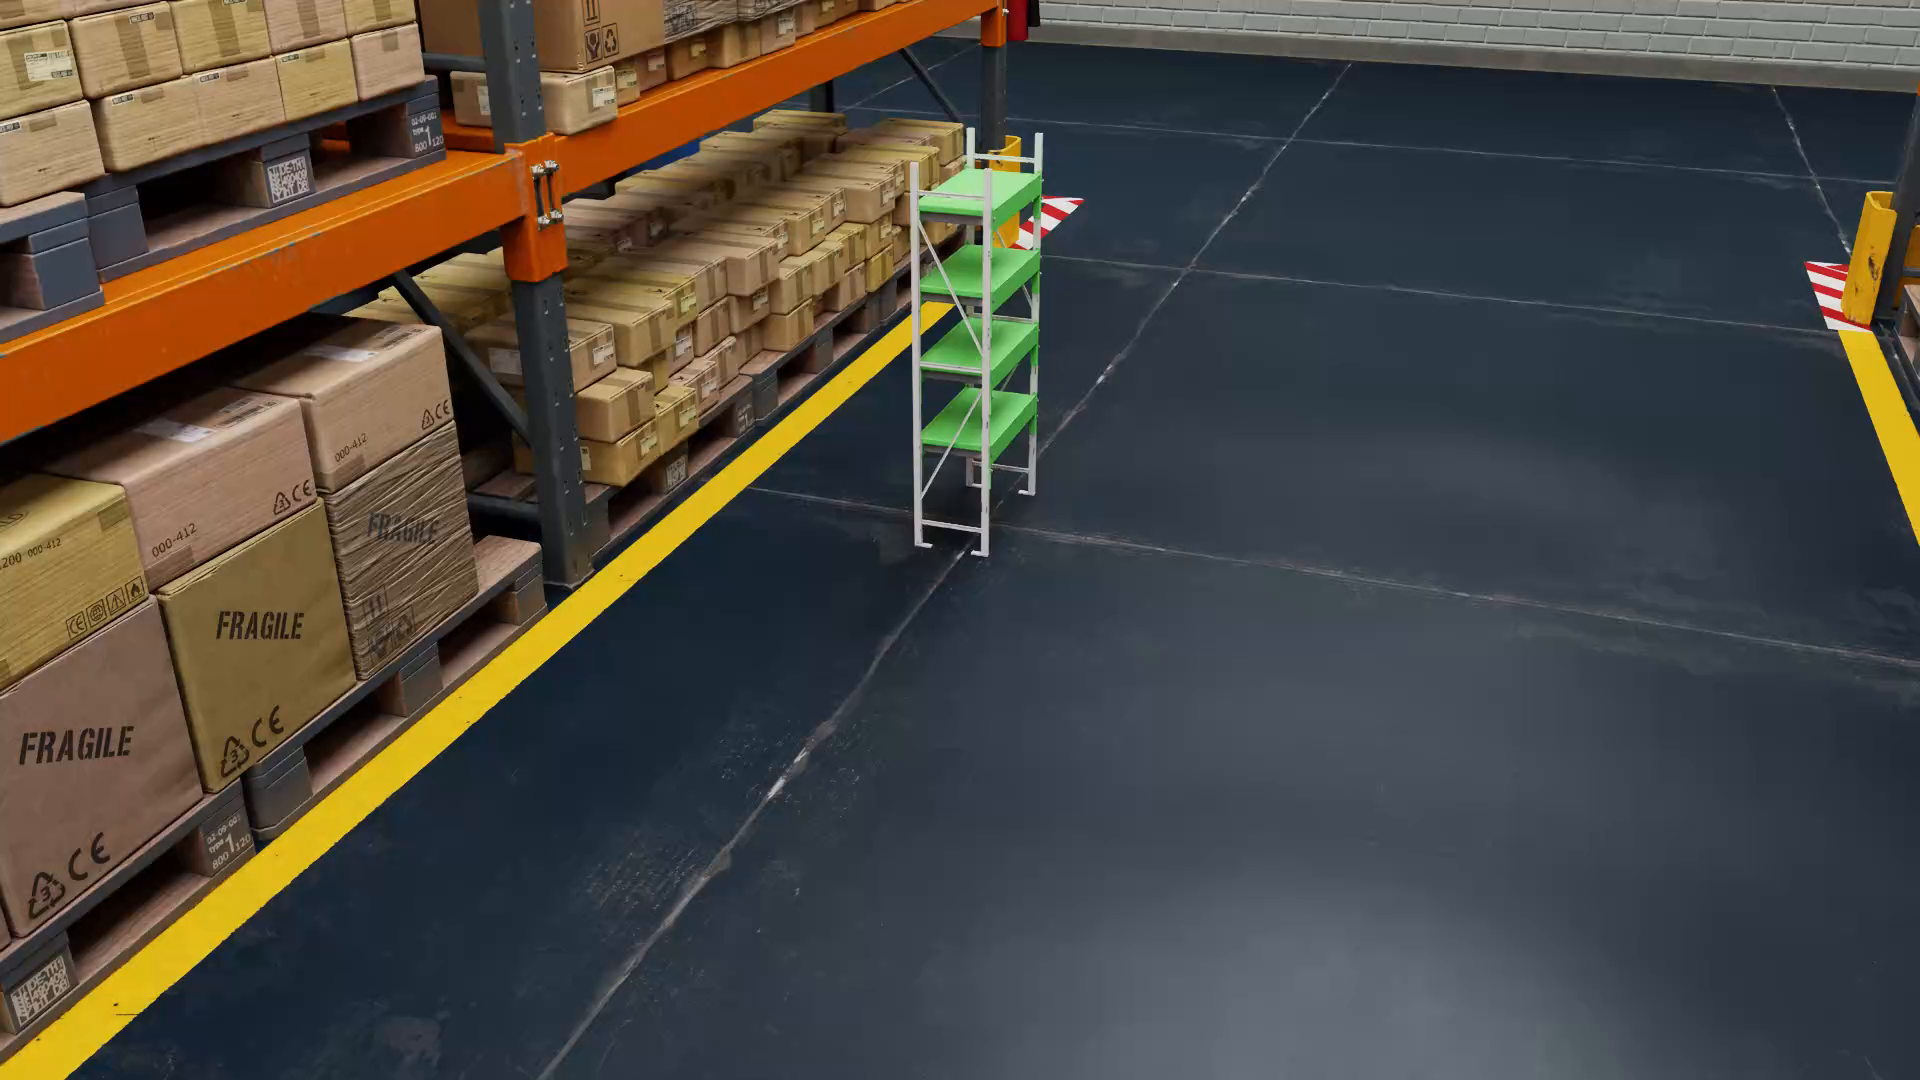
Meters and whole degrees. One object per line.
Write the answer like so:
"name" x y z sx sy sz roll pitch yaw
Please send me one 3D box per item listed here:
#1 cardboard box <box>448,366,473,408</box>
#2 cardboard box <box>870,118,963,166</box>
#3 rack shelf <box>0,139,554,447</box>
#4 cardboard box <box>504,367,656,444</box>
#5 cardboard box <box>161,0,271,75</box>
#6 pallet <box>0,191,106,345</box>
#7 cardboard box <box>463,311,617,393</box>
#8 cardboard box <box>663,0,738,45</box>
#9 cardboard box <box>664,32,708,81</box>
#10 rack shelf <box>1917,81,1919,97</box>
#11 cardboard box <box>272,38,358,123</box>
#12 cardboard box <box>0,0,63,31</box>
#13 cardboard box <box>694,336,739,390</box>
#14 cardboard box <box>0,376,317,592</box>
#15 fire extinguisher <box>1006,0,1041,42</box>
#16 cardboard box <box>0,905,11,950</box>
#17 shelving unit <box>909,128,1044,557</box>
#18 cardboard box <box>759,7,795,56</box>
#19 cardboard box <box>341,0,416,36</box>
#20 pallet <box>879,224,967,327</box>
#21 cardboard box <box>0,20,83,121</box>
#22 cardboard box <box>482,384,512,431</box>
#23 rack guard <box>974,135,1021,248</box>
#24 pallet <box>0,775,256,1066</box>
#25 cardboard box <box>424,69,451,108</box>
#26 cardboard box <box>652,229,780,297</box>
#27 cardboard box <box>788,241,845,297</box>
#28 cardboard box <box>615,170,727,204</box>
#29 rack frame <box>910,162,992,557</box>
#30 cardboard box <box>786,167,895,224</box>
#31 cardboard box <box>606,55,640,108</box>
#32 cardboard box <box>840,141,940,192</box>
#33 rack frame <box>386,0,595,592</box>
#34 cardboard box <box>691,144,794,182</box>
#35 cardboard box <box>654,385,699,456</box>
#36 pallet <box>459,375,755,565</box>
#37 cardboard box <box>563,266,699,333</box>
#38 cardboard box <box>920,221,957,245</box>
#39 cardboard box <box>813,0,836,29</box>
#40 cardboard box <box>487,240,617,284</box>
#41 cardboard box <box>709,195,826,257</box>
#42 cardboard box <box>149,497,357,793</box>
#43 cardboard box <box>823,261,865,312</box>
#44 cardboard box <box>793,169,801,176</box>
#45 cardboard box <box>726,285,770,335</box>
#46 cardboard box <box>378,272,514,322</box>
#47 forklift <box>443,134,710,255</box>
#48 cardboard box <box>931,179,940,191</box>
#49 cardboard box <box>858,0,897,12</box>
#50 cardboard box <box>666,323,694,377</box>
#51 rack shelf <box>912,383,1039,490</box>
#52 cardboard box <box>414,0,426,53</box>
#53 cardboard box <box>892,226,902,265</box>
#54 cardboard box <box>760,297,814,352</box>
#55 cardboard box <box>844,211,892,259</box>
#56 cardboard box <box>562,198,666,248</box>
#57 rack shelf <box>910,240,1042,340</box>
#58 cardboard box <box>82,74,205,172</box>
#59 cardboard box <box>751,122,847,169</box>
"cardboard box" -1.792 -0.509 5.307 0.380 0.149 0.250 9 27 18
"cardboard box" -0.204 -1.857 7.749 0.380 0.149 0.250 9 27 18
"rack shelf" -2.263 -0.148 2.938 1.077 0.370 4.000 9 27 17
"cardboard box" -1.175 -0.436 5.156 0.380 0.149 0.250 10 28 20
"cardboard box" -1.716 -1.101 3.547 0.380 0.149 0.250 10 28 20
"pallet" -2.308 -0.383 2.818 1.003 0.211 1.213 9 27 17
"cardboard box" -1.288 -0.579 5.110 0.380 0.149 0.250 10 28 20
"cardboard box" -1.037 -1.844 5.160 0.500 0.500 0.500 9 27 17
"cardboard box" -1.044 -1.594 5.389 0.380 0.149 0.250 8 27 15
"rack shelf" 3.770 -1.115 4.937 1.077 0.370 4.000 9 27 17
"cardboard box" -1.629 -1.071 3.825 0.380 0.149 0.250 9 27 18
"cardboard box" -1.896 -1.019 3.036 0.380 0.149 0.250 8 27 16
"cardboard box" -1.014 -0.633 5.905 0.380 0.149 0.250 8 27 16
"cardboard box" -1.791 -0.143 3.629 0.500 0.250 0.500 10 28 20
"fire extinguisher" 0.253 -2.771 8.048 0.296 0.674 0.183 9 27 17
"cardboard box" -2.122 0.614 2.926 0.500 0.500 0.500 8 27 16
"shelving unit" 0.055 -0.608 5.129 0.258 1.200 0.503 9 27 17
"cardboard box" -0.802 -1.797 5.809 0.380 0.149 0.250 10 28 20
"cardboard box" -1.544 -1.311 3.981 0.380 0.149 0.250 10 27 19
"pallet" -0.595 -1.322 7.738 1.003 0.211 1.213 9 27 17
"cardboard box" -1.890 -0.881 3.093 0.380 0.149 0.250 7 27 15
"cardboard box" -1.623 -0.504 5.639 0.380 0.149 0.250 10 27 19
"rack guard" -0.292 -1.781 8.354 1.175 0.500 0.348 9 27 17
"pallet" -2.260 0.785 3.387 1.003 0.211 1.213 9 27 17
"cardboard box" -1.723 -1.332 4.847 0.380 0.149 0.250 8 27 17
"cardboard box" -0.875 -0.997 5.975 0.380 0.149 0.250 9 27 19
"cardboard box" -0.673 -1.070 6.467 0.380 0.149 0.250 9 27 18
"cardboard box" -1.180 -1.401 6.808 0.380 0.149 0.250 9 27 18
"rack frame" -0.026 -0.508 4.922 0.240 1.200 0.015 9 27 17
"cardboard box" -0.491 -1.421 6.850 0.380 0.149 0.250 10 28 19
"cardboard box" -1.179 -1.366 4.918 0.380 0.149 0.250 10 27 19
"cardboard box" -0.308 -1.637 7.295 0.380 0.149 0.250 8 27 16
"rack frame" -1.598 -1.293 4.479 1.000 3.000 0.127 9 27 17
"cardboard box" -0.949 -1.615 7.251 0.380 0.149 0.250 7 27 15
"cardboard box" -1.085 -0.412 5.448 0.380 0.149 0.250 10 27 19
"pallet" -1.407 -0.319 5.668 1.003 0.211 1.213 9 27 17
"cardboard box" -1.102 -0.794 5.555 0.380 0.149 0.250 8 27 17
"cardboard box" -0.235 -1.476 7.646 0.380 0.149 0.250 10 27 19
"cardboard box" -0.693 -2.021 6.271 0.380 0.149 0.250 9 27 18
"cardboard box" -1.441 -0.960 5.898 0.380 0.149 0.250 10 27 19
"cardboard box" -0.743 -1.217 6.428 0.380 0.149 0.250 9 27 18
"cardboard box" -1.777 0.194 3.793 0.500 0.500 0.500 8 27 16
"cardboard box" -0.610 -1.053 6.773 0.380 0.149 0.250 9 27 18
"cardboard box" -0.825 -1.581 7.522 0.380 0.149 0.250 9 27 18
"cardboard box" -0.922 -0.878 6.070 0.380 0.149 0.250 10 28 20
"cardboard box" -1.677 -0.762 5.488 0.380 0.149 0.250 9 27 18
"forklift" -2.202 -2.585 7.225 1.130 2.935 3.031 7 27 14
"cardboard box" -0.311 -1.619 7.600 0.380 0.149 0.250 8 27 16
"cardboard box" -0.474 -2.235 6.712 0.380 0.149 0.250 8 27 15
"cardboard box" -1.128 -0.658 5.615 0.380 0.149 0.250 9 27 17
"rack shelf" 0.055 -0.335 5.261 0.258 0.148 0.480 9 27 17
"cardboard box" -1.703 -1.712 4.888 0.500 0.500 0.500 9 27 18
"cardboard box" -0.474 -1.277 7.234 0.380 0.149 0.250 9 27 18
"cardboard box" -0.780 -0.841 6.335 0.380 0.149 0.250 8 27 16
"cardboard box" -0.504 -1.290 6.921 0.380 0.149 0.250 9 27 18
"cardboard box" -1.360 -1.198 6.388 0.380 0.149 0.250 8 27 16
"rack shelf" 0.055 -0.767 5.052 0.258 0.148 0.480 9 27 17
"cardboard box" -1.797 -0.865 3.402 0.380 0.149 0.250 7 27 15
"cardboard box" -0.739 -1.814 7.661 0.380 0.149 0.250 9 27 18
